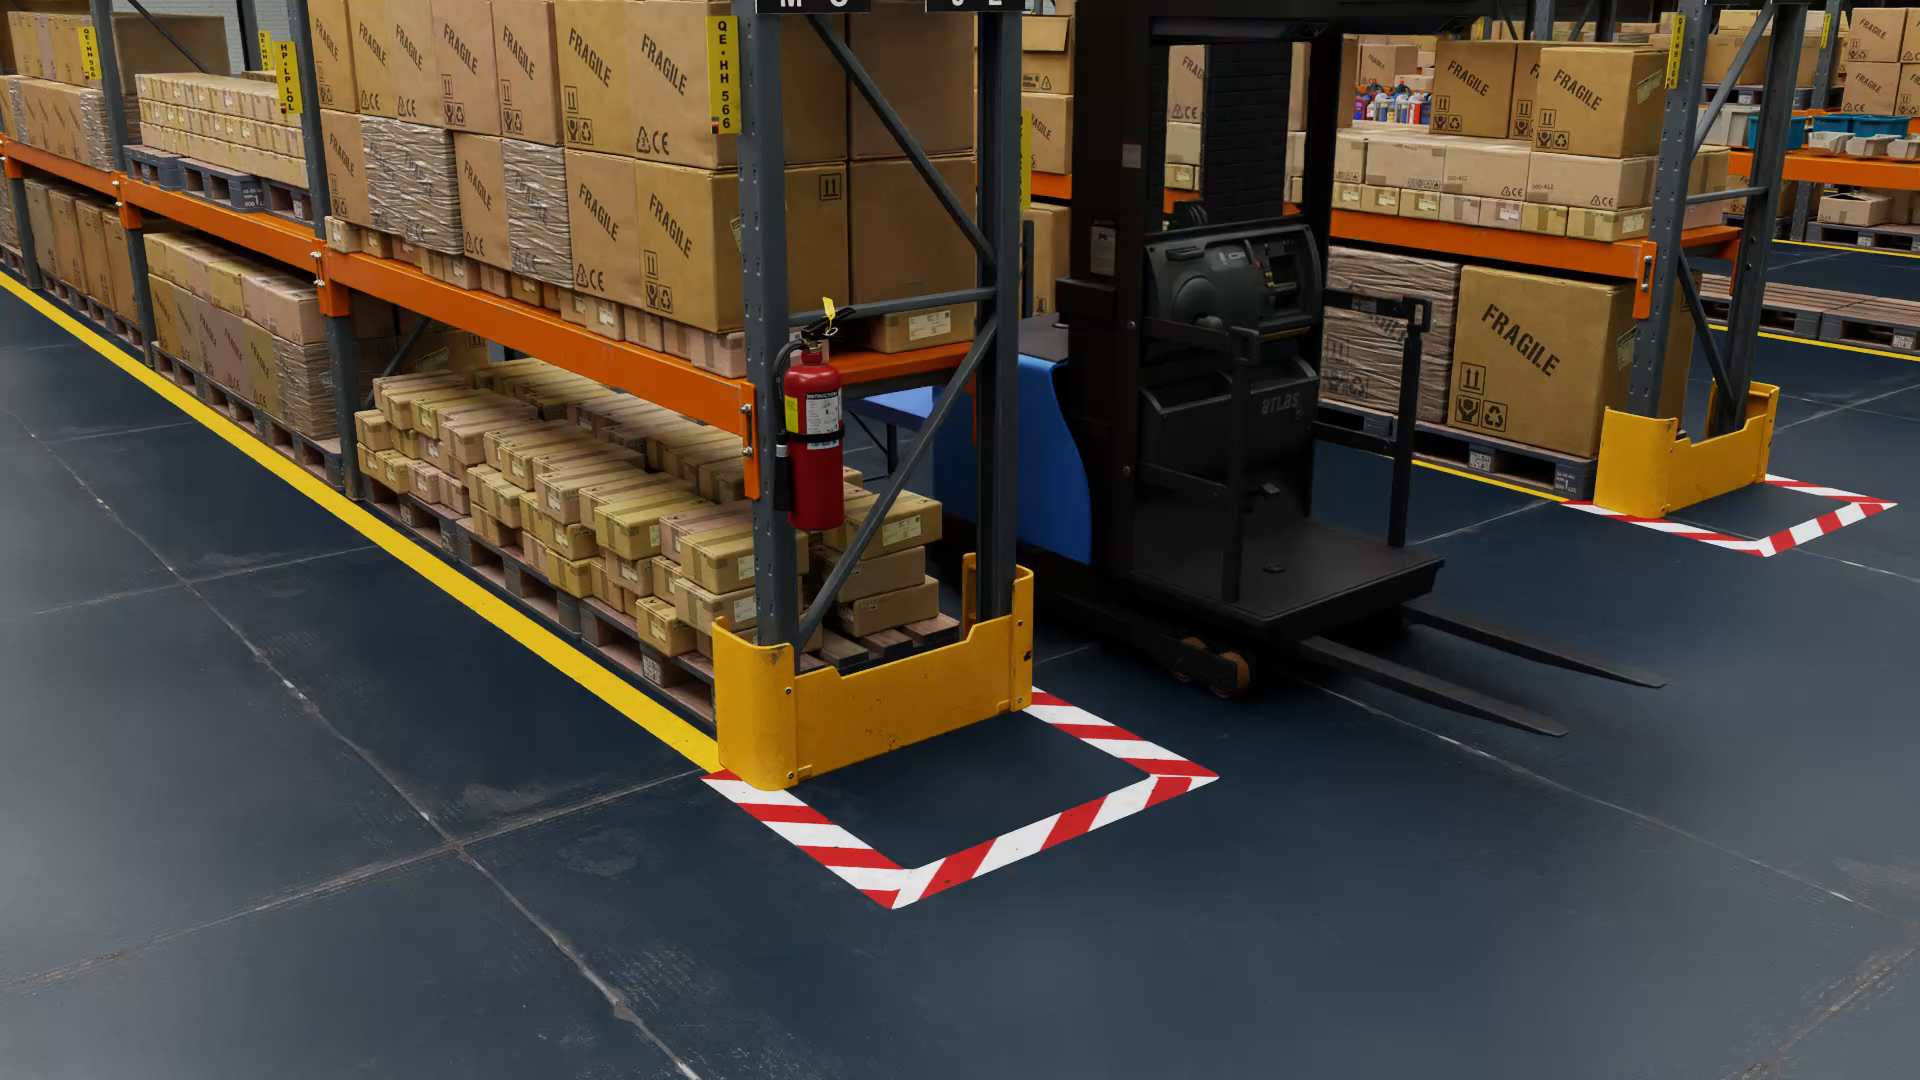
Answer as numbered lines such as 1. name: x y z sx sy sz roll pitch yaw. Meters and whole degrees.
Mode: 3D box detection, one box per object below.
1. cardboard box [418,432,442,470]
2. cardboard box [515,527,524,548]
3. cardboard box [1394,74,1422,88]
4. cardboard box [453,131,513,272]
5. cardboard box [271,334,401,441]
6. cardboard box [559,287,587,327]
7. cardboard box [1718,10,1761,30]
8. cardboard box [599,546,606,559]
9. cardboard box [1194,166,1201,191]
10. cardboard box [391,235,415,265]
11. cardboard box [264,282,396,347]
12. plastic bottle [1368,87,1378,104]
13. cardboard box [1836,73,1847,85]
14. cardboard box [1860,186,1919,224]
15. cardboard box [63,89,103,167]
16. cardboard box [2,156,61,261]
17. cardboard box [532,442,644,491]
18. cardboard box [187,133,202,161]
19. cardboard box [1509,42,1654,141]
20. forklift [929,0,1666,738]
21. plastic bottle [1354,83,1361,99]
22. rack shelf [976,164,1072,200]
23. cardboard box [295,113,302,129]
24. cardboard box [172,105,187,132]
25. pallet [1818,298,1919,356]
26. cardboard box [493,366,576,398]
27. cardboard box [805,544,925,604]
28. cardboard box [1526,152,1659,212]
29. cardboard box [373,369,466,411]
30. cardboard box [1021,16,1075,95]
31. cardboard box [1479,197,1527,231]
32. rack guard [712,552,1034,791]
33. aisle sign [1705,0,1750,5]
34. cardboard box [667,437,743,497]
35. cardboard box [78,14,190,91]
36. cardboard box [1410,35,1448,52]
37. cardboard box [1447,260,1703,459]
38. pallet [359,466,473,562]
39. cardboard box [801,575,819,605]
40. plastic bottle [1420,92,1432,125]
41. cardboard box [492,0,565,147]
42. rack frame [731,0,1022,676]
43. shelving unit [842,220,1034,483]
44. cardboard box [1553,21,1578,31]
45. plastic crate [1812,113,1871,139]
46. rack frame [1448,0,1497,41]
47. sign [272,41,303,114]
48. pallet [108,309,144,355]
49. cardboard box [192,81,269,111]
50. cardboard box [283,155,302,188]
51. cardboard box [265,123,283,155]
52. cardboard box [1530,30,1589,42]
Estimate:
1. cardboard box: -2.332 -0.460 7.874 0.380 0.149 0.250 -14 23 -36
2. cardboard box: -1.678 -0.055 7.123 0.380 0.149 0.250 -13 22 -35
3. cardboard box: 5.686 -5.768 20.909 0.380 0.149 0.250 -12 22 -32
4. cardboard box: -1.650 -1.362 6.572 0.500 0.500 0.500 -13 22 -33
5. cardboard box: -3.370 -0.869 9.022 0.500 0.500 0.500 -15 23 -37
6. cardboard box: -1.263 -0.899 6.206 0.380 0.149 0.250 -15 24 -38
7. cardboard box: 10.501 -6.937 22.182 0.500 0.250 0.500 -13 23 -35
8. cardboard box: -1.191 -0.013 6.522 0.380 0.149 0.250 -14 23 -37
9. cardboard box: 1.653 -2.215 10.179 0.380 0.149 0.250 -15 23 -38
10. cardboard box: -2.368 -1.365 7.613 0.380 0.149 0.250 -15 24 -38
11. cardboard box: -3.374 -1.226 8.907 0.500 0.250 0.500 -15 23 -38
12. plastic bottle: 3.934 -4.191 15.933 0.061 0.283 0.133 -14 23 -36
13. cardboard box: 11.387 -5.940 21.396 0.380 0.149 0.250 -14 23 -36
14. cardboard box: 9.582 -3.535 17.044 0.500 0.500 0.500 -14 23 -36
15. cardboard box: -5.995 -2.937 11.803 0.500 0.500 0.500 -14 23 -36
16. cardboard box: -8.016 -3.053 15.023 0.875 0.875 0.875 -14 23 -35
17. cardboard box: -1.526 -0.277 6.847 0.380 0.149 0.250 -15 23 -38
18. cardboard box: -4.407 -2.375 9.994 0.380 0.149 0.250 -13 22 -34
19. cardboard box: 3.325 -2.400 8.912 0.500 0.500 0.500 -15 23 -37
20. forklift: 1.191 -0.990 6.188 1.130 2.935 3.031 -15 23 -37
21. plastic bottle: 3.609 -4.043 15.379 0.144 0.351 0.185 -14 23 -36
22. rack shelf: -0.004 -2.817 12.743 1.077 0.370 4.000 -14 23 -36
23. cardboard box: -3.115 -2.146 8.356 0.380 0.149 0.250 -13 22 -34
24. cardboard box: -4.559 -2.578 10.133 0.380 0.149 0.250 -14 23 -36
25. pallet: 7.122 -1.534 12.159 1.003 0.211 1.213 -14 23 -36
26. cardboard box: -2.098 -0.759 8.303 0.380 0.149 0.250 -14 23 -35
27. cardboard box: -0.353 0.097 6.193 0.380 0.149 0.250 -13 22 -34
28. cardboard box: 3.212 -1.818 8.346 0.500 0.250 0.500 -14 23 -37
29. cardboard box: -2.661 -0.726 8.203 0.380 0.149 0.250 -13 22 -34
30. cardboard box: 0.835 -3.345 11.438 0.797 0.503 0.637 -15 23 -38
31. cardboard box: 2.924 -1.710 8.656 0.380 0.149 0.250 -14 23 -36
32. rack guard: -0.277 0.431 5.766 1.175 0.500 0.348 -14 23 -36
33. aisle sign: 3.531 -2.838 7.526 0.394 0.787 0.004 -14 23 -36
34. cardboard box: -0.994 -0.307 6.940 0.380 0.149 0.250 -13 22 -34
35. cardboard box: -5.783 -3.467 11.812 0.700 0.500 0.500 -14 23 -37
36. cardboard box: 7.383 -7.888 25.925 0.500 0.500 0.500 -14 23 -36
37. cardboard box: 3.261 -1.013 8.862 0.875 0.875 0.875 -14 23 -36
38. pallet: -2.268 -0.240 8.252 1.003 0.211 1.213 -14 23 -36
39. cardboard box: -0.531 0.177 6.423 0.380 0.149 0.250 -14 23 -36
40. plastic bottle: 4.178 -3.817 14.697 0.144 0.351 0.185 -14 23 -36
41. cardboard box: -1.353 -1.716 6.049 0.500 0.500 0.500 -13 22 -33
42. rack frame: -0.229 -0.737 5.316 1.000 3.000 0.127 -14 23 -36
43. shelving unit: -0.197 -0.781 7.836 0.538 1.500 1.048 -15 23 -37
44. cardboard box: 8.983 -7.366 24.478 0.700 0.500 0.500 -10 21 -29
45. plastic crate: 6.705 -3.119 12.682 0.416 0.233 0.300 -14 23 -36
46. rack frame: 7.919 -7.537 25.853 1.000 3.000 0.127 -14 23 -36
47. sign: -3.146 -2.163 7.781 0.100 0.325 0.005 -14 23 -36
48. pallet: -5.627 -1.593 12.339 1.003 0.211 1.213 -14 23 -36
49. cardboard box: -4.244 -2.596 9.714 0.380 0.149 0.250 -13 22 -34
50. cardboard box: -3.277 -1.926 8.638 0.380 0.149 0.250 -14 23 -36
51. cardboard box: -3.431 -2.130 8.781 0.380 0.149 0.250 -13 22 -34
52. cardboard box: 7.001 -5.698 19.470 0.500 0.500 0.700 11 21 30
